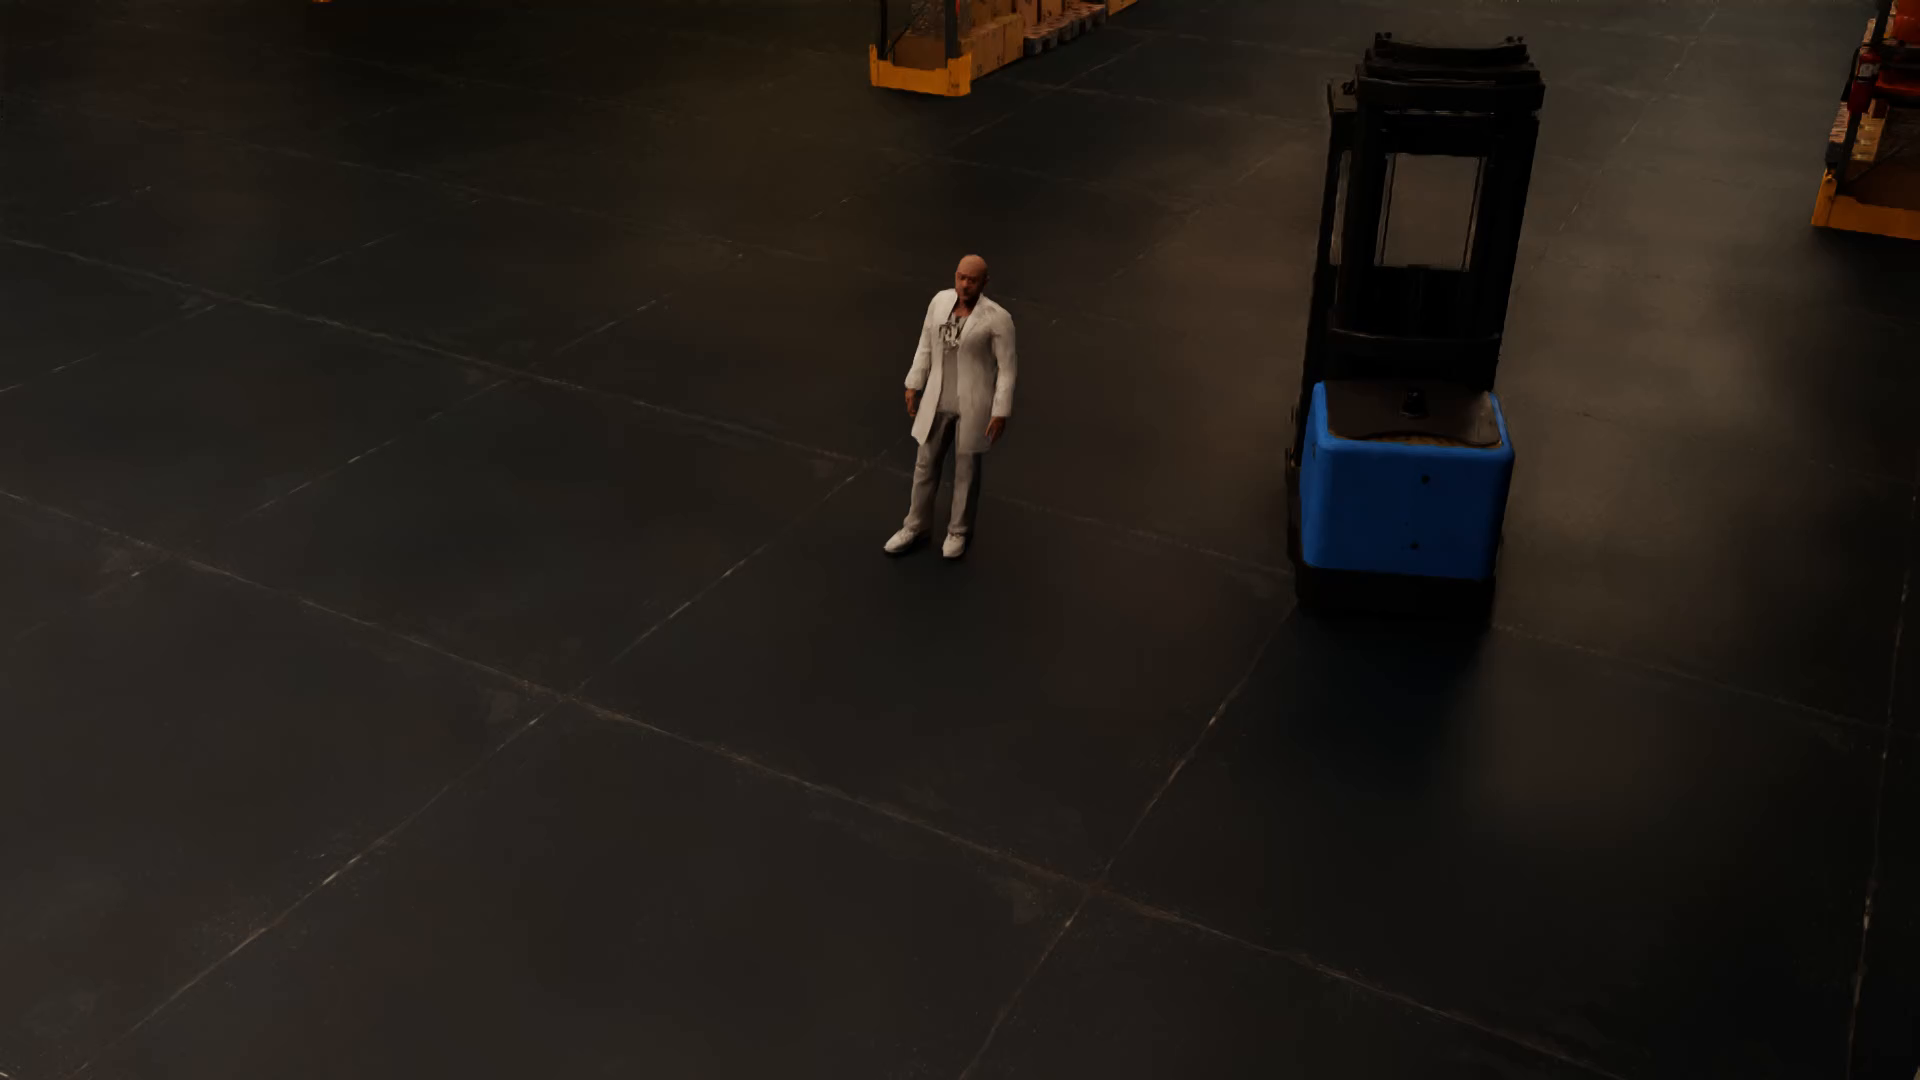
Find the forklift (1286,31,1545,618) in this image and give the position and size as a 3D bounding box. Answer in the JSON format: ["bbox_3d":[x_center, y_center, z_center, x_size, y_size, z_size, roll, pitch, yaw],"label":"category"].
[{"bbox_3d":[2.624,-1.558,9.770,1.130,2.935,3.031,4,30,8],"label":"forklift"}]

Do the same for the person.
[{"bbox_3d":[-0.048,-0.737,9.488,0.694,1.776,0.579,15,33,25],"label":"person"}]
